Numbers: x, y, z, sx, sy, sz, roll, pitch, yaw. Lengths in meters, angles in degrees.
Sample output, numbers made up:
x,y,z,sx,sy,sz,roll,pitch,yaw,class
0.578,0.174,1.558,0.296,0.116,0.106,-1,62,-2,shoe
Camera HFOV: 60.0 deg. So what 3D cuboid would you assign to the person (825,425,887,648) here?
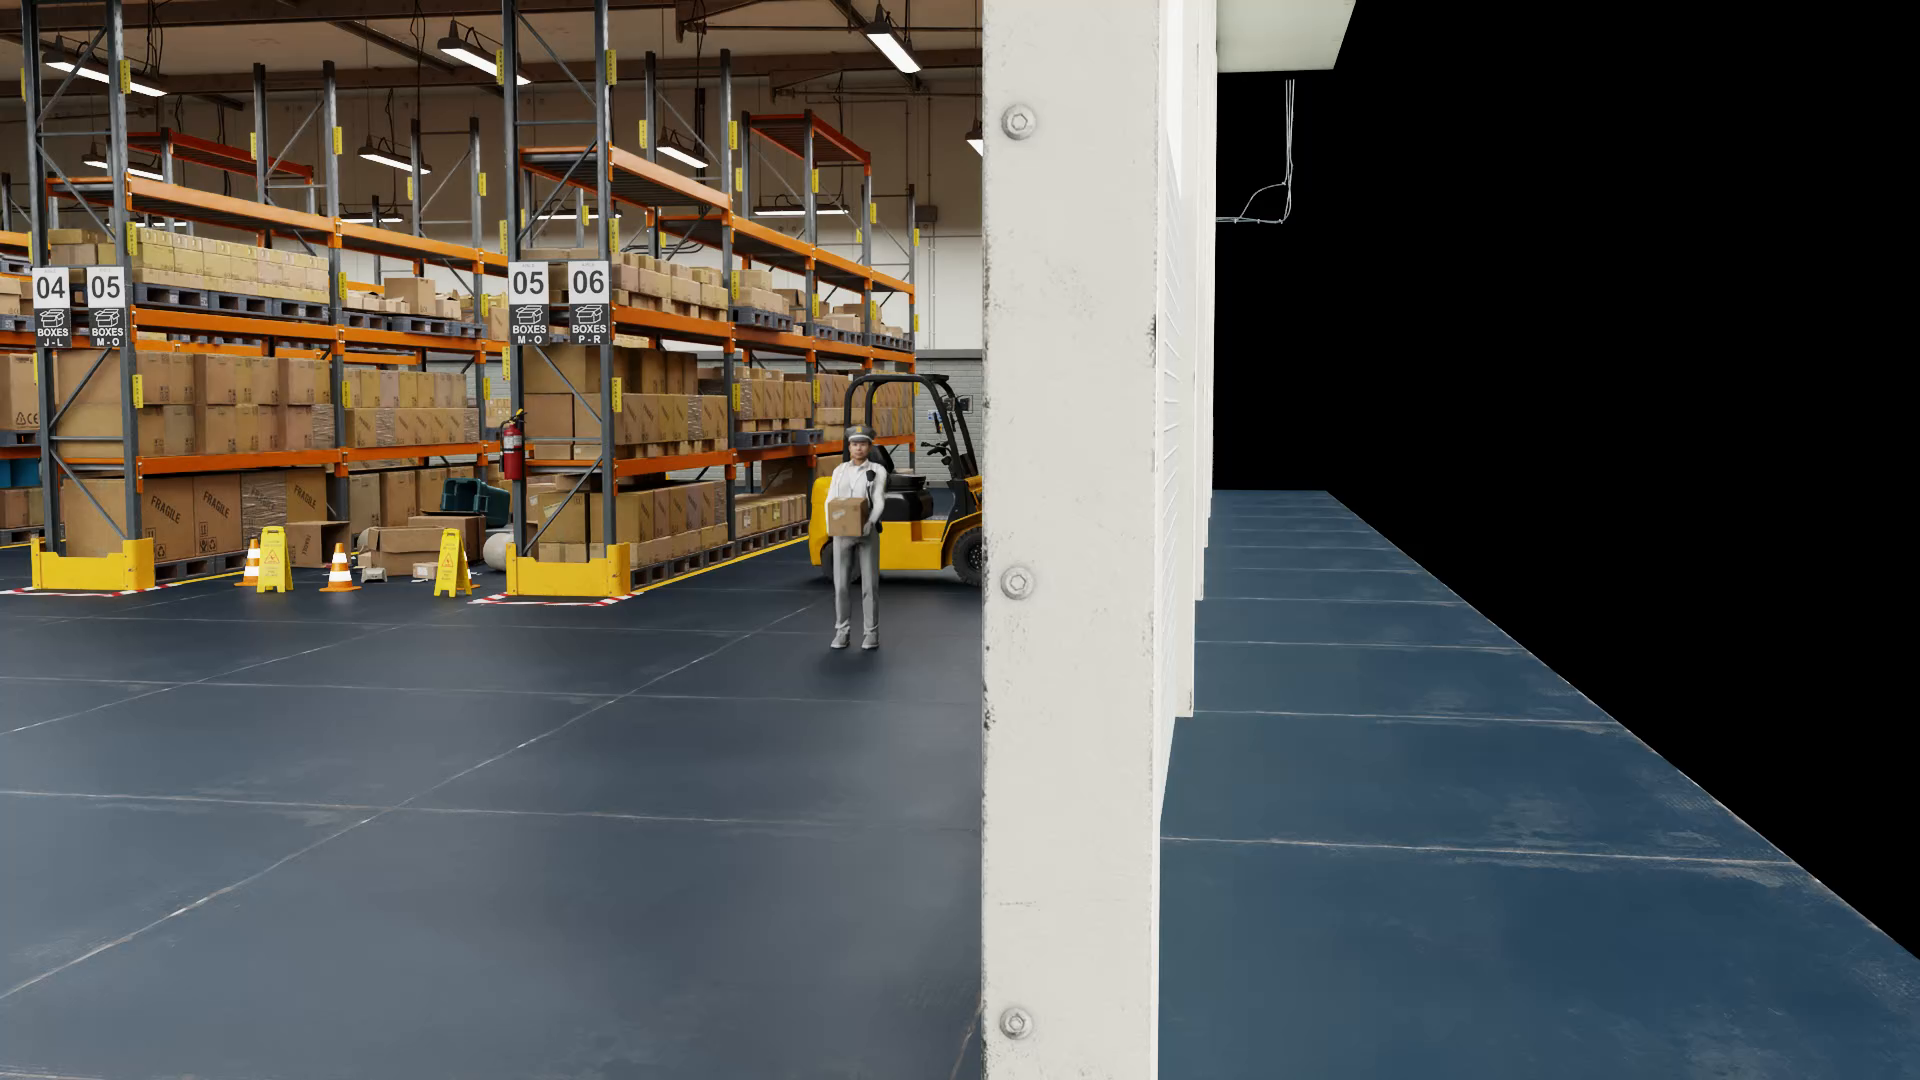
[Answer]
x,y,z,sx,sy,sz,roll,pitch,yaw,class
-0.797,-0.024,12.563,0.459,1.686,0.551,1,5,10,person
